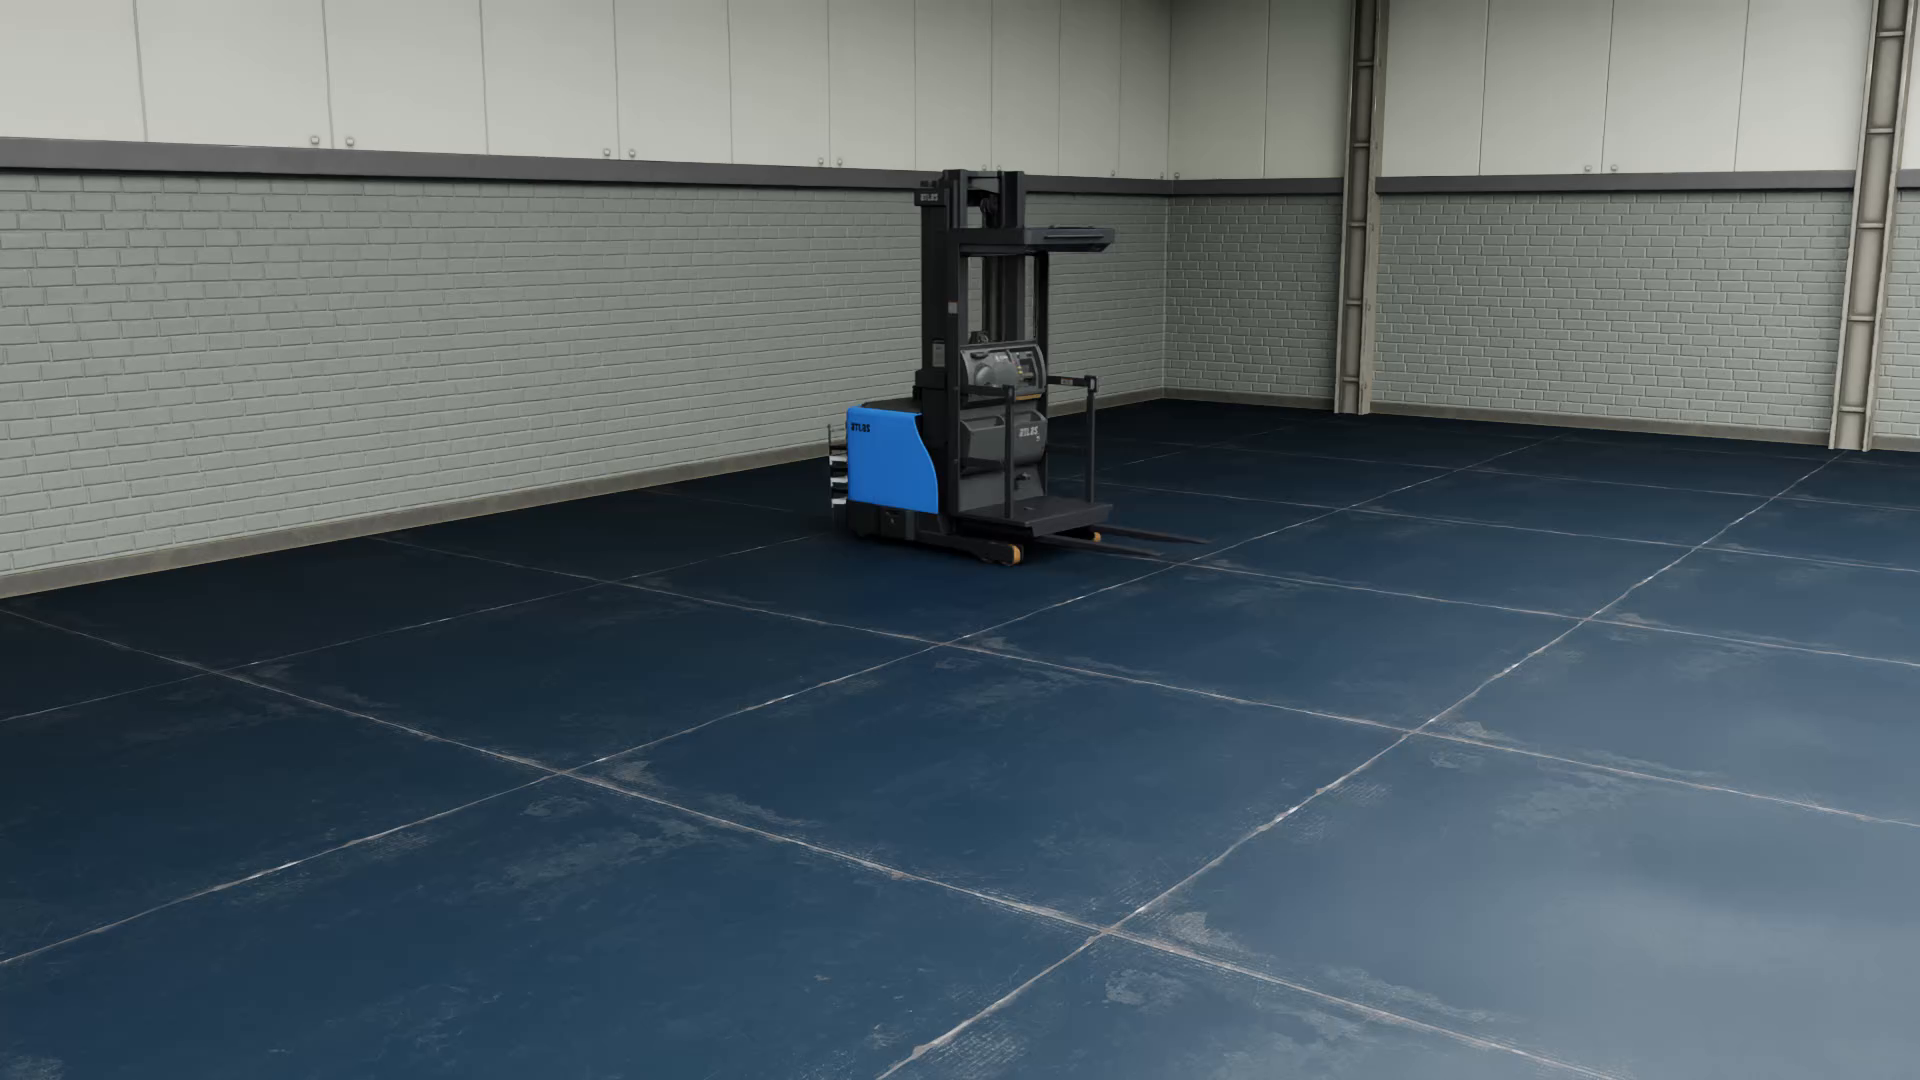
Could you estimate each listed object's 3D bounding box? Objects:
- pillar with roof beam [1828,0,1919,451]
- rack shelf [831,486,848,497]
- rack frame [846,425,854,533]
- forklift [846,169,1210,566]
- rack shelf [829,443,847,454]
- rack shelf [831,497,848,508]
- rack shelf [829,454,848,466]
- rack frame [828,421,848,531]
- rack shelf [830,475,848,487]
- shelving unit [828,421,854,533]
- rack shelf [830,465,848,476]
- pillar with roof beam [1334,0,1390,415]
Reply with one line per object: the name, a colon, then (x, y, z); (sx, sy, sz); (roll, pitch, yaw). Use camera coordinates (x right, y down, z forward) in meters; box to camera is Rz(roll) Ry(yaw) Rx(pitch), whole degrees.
pillar with roof beam: (7.568, -4.799, 14.644); (0.400, 9.000, 9.100); (8, 13, 36)
rack shelf: (-0.917, -0.405, 13.879); (0.200, 0.077, 0.258); (6, 12, 39)
rack frame: (-0.842, -0.518, 13.794); (0.006, 0.900, 0.240); (6, 12, 39)
forklift: (0.499, -1.352, 12.799); (3.031, 2.935, 1.130); (10, 15, 41)
rack shelf: (-0.928, -0.760, 13.820); (0.200, 0.077, 0.258); (6, 12, 39)
rack shelf: (-0.914, -0.316, 13.893); (0.200, 0.077, 0.258); (6, 12, 39)
rack shelf: (-0.925, -0.671, 13.834); (0.200, 0.077, 0.258); (6, 12, 39)
rack frame: (-0.999, -0.534, 13.923); (0.006, 0.900, 0.240); (6, 12, 39)
rack shelf: (-0.920, -0.493, 13.864); (0.200, 0.077, 0.258); (6, 12, 39)
shelving unit: (-0.921, -0.526, 13.858); (0.210, 0.900, 0.258); (6, 12, 39)
rack shelf: (-0.922, -0.582, 13.849); (0.200, 0.077, 0.258); (6, 12, 39)
pillar with roof beam: (2.732, -5.474, 18.131); (0.400, 9.000, 9.100); (8, 13, 36)
